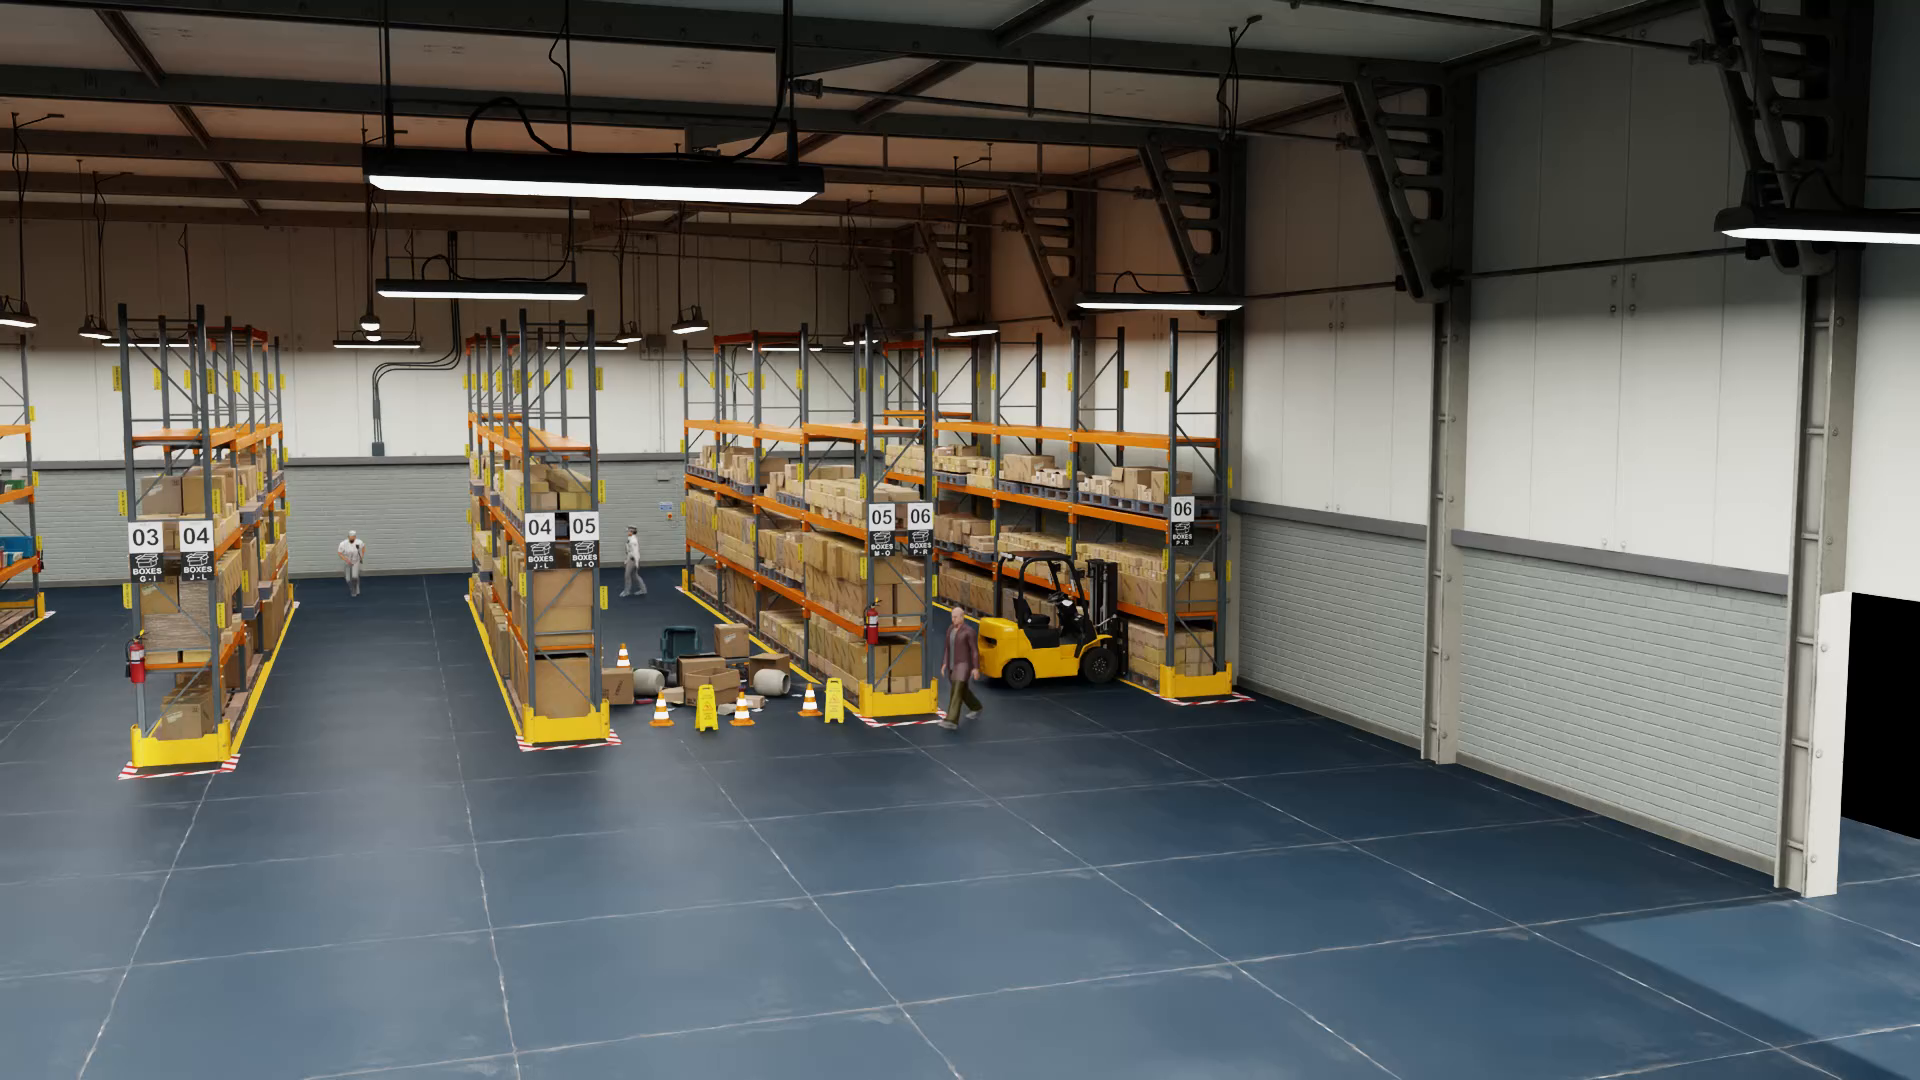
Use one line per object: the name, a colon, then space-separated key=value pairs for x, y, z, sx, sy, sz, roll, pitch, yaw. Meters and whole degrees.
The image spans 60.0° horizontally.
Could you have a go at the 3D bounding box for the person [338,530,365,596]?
person: x=-14.180 y=0.545 z=38.786 sx=0.550 sy=1.569 sz=0.744 roll=-1 pitch=5 yaw=-9

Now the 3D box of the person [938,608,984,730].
person: x=-0.005 y=1.844 z=24.234 sx=1.112 sy=1.725 sz=0.613 roll=-4 pitch=7 yaw=-35

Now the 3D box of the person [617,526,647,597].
person: x=-7.694 y=0.500 z=38.946 sx=0.698 sy=1.690 sz=0.368 roll=-1 pitch=5 yaw=-9
